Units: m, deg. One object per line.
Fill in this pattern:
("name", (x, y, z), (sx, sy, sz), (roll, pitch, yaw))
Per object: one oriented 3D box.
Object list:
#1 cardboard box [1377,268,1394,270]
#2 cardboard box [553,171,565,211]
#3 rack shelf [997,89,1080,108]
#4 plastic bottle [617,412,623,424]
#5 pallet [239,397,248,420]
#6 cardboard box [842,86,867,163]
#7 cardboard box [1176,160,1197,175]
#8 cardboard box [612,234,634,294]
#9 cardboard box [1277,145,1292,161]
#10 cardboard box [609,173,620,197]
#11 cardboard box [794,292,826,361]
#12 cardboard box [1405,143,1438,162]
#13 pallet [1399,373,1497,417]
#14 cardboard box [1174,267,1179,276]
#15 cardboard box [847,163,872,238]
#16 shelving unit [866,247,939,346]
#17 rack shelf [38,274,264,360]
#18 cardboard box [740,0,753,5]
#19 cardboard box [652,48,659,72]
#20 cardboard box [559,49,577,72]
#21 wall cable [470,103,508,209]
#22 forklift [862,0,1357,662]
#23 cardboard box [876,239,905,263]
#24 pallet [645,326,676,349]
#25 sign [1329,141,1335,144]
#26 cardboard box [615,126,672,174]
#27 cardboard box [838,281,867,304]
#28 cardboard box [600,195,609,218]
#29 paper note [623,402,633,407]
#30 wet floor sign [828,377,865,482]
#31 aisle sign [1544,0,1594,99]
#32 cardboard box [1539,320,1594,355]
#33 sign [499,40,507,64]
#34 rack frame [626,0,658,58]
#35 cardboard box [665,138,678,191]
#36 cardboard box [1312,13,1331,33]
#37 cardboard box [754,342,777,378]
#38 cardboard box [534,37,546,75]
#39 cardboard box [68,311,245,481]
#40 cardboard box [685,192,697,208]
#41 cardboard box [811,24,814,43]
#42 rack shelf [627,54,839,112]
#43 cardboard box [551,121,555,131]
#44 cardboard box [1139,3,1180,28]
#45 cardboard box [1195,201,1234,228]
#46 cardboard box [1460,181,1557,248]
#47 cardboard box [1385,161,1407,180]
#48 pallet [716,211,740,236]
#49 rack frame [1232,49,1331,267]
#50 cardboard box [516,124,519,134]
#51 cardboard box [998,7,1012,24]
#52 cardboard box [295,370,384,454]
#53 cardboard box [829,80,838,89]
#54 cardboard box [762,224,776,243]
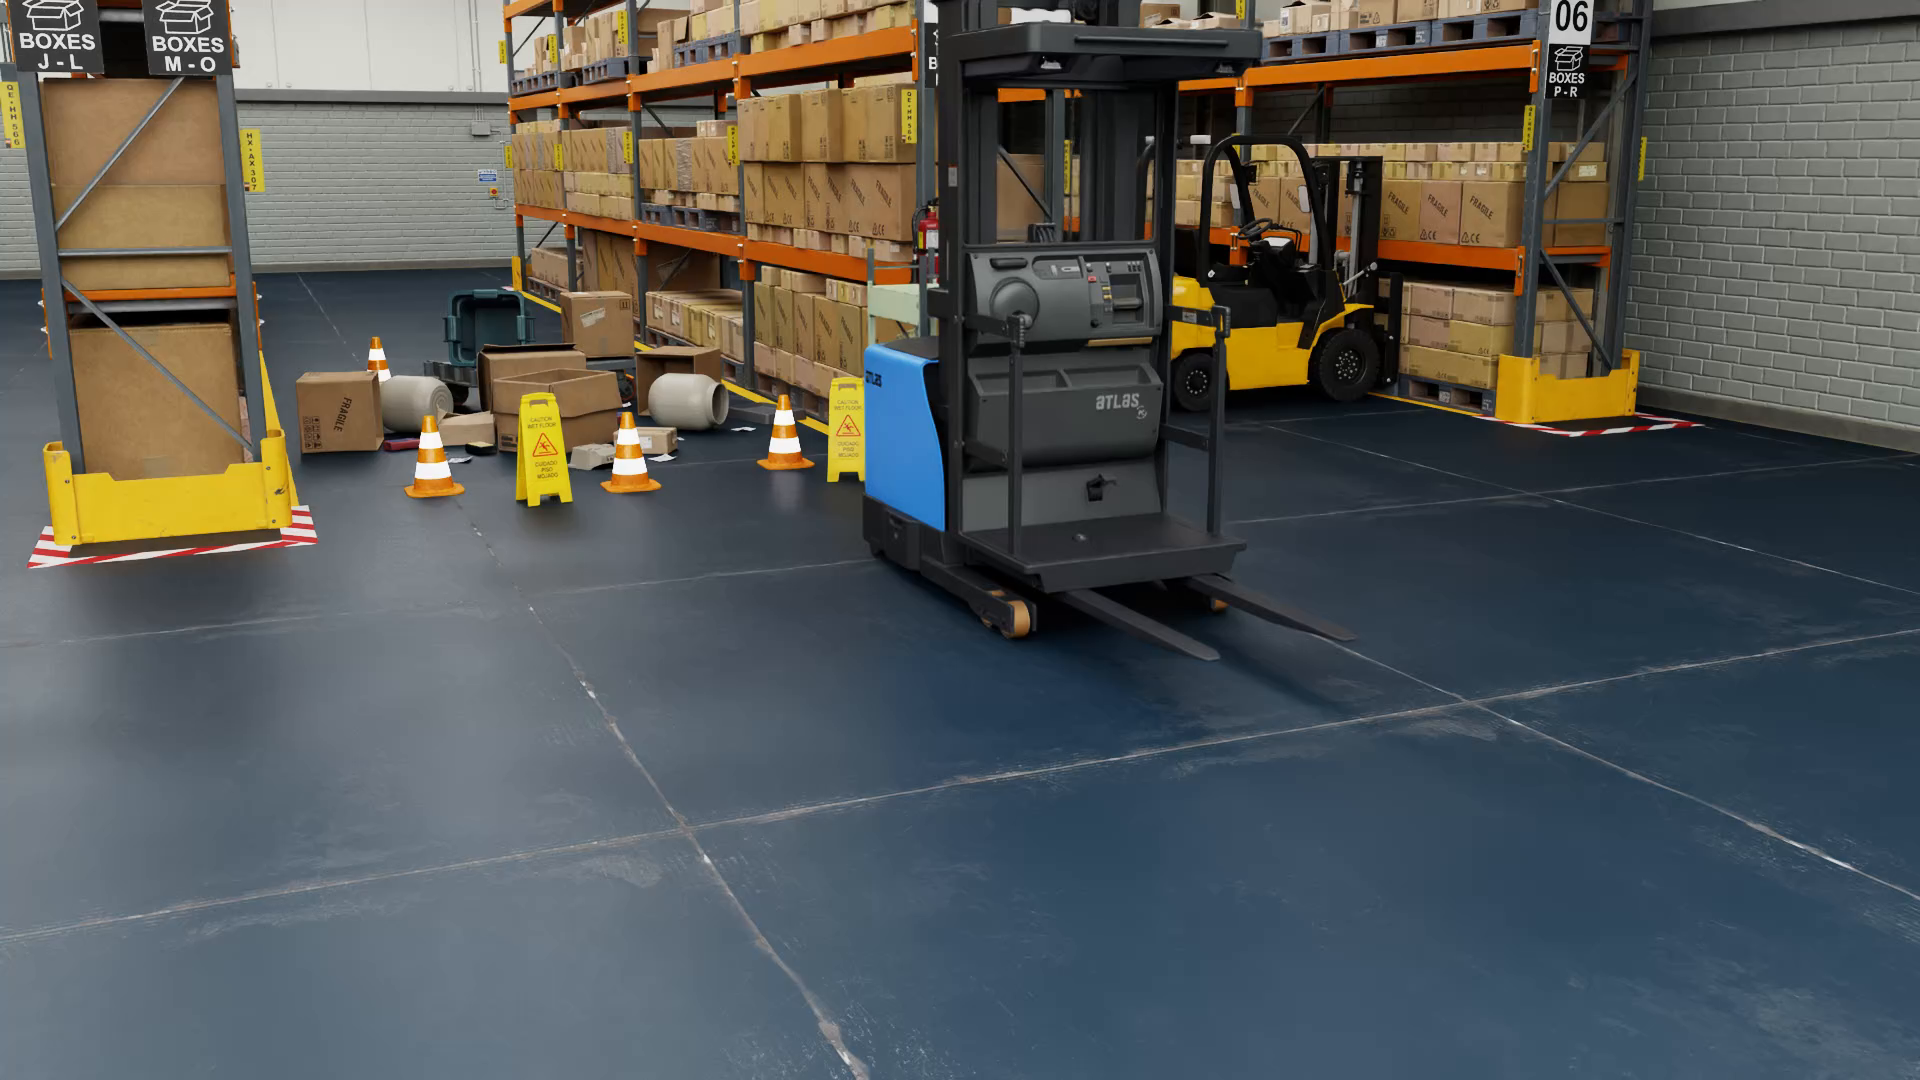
("cardboard box", (3.734, -2.429, 15.662), (0.500, 0.250, 0.500), (-6, 14, -24))
("cardboard box", (-5.028, -4.590, 21.826), (0.500, 0.500, 0.500), (-5, 14, -22))
("rack shelf", (0.739, -5.615, 21.421), (1.077, 0.370, 4.000), (-6, 14, -23))
("plastic bottle", (-2.605, -0.948, 12.829), (0.133, 0.061, 0.283), (-3, 13, -13))
("pallet", (-5.666, -0.825, 11.964), (1.003, 0.211, 1.213), (-6, 14, -23))
("cardboard box", (-0.402, -2.861, 11.479), (0.700, 0.500, 0.500), (-5, 14, -22))
("cardboard box", (2.406, -3.829, 17.101), (0.380, 0.149, 0.250), (-6, 14, -25))
("cardboard box", (-3.560, -3.146, 19.591), (0.875, 0.875, 0.875), (-5, 14, -22))
("cardboard box", (3.203, -3.637, 15.612), (0.380, 0.149, 0.250), (-5, 14, -22))
("cardboard box", (-3.642, -3.995, 18.702), (0.500, 0.250, 0.500), (-6, 14, -24))
("cardboard box", (-0.983, -1.683, 12.991), (0.500, 0.500, 0.500), (-5, 14, -20))
("cardboard box", (3.914, -3.204, 13.742), (0.380, 0.149, 0.250), (-5, 14, -22))
("pallet", (4.401, -1.234, 13.732), (1.003, 0.211, 1.213), (-6, 14, -23))
("cardboard box", (2.620, -2.580, 17.699), (0.875, 0.625, 0.625), (-6, 14, -24))
("cardboard box", (-0.468, -2.374, 11.592), (0.500, 0.500, 0.500), (-6, 14, -23))
("shelving unit", (-0.175, -0.817, 9.072), (0.431, 1.500, 0.755), (-6, 14, -24))
("rack shelf", (-5.098, -1.584, 10.655), (1.077, 0.370, 4.000), (-6, 14, -23))
("cardboard box", (-1.577, -4.448, 13.573), (0.380, 0.149, 0.250), (-6, 14, -24))
("cardboard box", (-2.933, -4.904, 17.054), (0.396, 0.266, 0.258), (-6, 14, -23))
("cardboard box", (-4.729, -5.934, 20.569), (0.396, 0.266, 0.258), (-6, 14, -23))
("wall cable", (-8.491, -6.968, 30.000), (0.585, 1.953, 0.123), (-6, 14, -23))
("forklift", (0.569, -1.119, 7.203), (1.130, 2.935, 3.031), (-6, 14, -24))
("cardboard box", (-0.350, -1.967, 11.272), (0.380, 0.149, 0.250), (-6, 14, -24))
("pallet", (-2.694, -2.122, 17.568), (1.003, 0.211, 1.213), (-6, 14, -23))
("sign", (3.651, -3.775, 16.433), (0.100, 0.325, 0.005), (-6, 14, -23))
("cardboard box", (-3.453, -4.261, 18.187), (0.500, 0.500, 0.500), (-6, 14, -24))
("cardboard box", (-0.668, -1.799, 12.056), (0.380, 0.149, 0.250), (-5, 14, -22))
("cardboard box", (-3.852, -3.859, 19.225), (0.500, 0.250, 0.500), (-6, 14, -24))
("paper note", (-2.755, -1.105, 13.577), (0.148, 0.019, 0.142), (-6, 14, -23))
("wet floor sign", (-0.706, -0.706, 10.489), (0.267, 0.644, 0.232), (-1, 13, -4))
("aisle sign", (4.502, -3.664, 12.285), (0.394, 0.787, 0.004), (-6, 14, -23))
("cardboard box", (4.747, -1.662, 13.458), (0.500, 0.250, 0.500), (-5, 14, -22))
("sign", (-6.721, -7.171, 24.436), (0.100, 0.325, 0.005), (-6, 14, -23))
("rack frame", (-3.006, -6.564, 17.276), (1.000, 3.000, 0.127), (-6, 14, -23))
("cardboard box", (-2.604, -3.710, 16.434), (0.500, 0.500, 0.500), (-5, 14, -22))
("cardboard box", (3.352, -4.578, 14.748), (0.380, 0.149, 0.250), (-5, 14, -21))
("cardboard box", (-1.415, -1.534, 14.012), (0.500, 0.250, 0.500), (-6, 14, -26))
("cardboard box", (-5.540, -6.628, 22.827), (0.500, 0.500, 0.500), (-5, 14, -22))
("cardboard box", (-4.629, -0.824, 9.560), (0.875, 0.875, 0.875), (-6, 14, -23))
("cardboard box", (-2.443, -3.302, 16.109), (0.380, 0.149, 0.250), (-5, 14, -21))
("cardboard box", (-0.886, -3.748, 12.318), (0.380, 0.149, 0.250), (-6, 14, -23))
("rack shelf", (-2.205, -4.339, 15.910), (1.077, 0.370, 4.000), (-6, 14, -23))
("cardboard box", (-5.238, -5.522, 22.199), (0.380, 0.149, 0.250), (-6, 14, -23))
("cardboard box", (2.015, -5.472, 17.834), (0.500, 0.500, 0.500), (-5, 14, -22))
("cardboard box", (2.701, -3.272, 16.687), (0.500, 0.250, 0.500), (-5, 14, -22))
("cardboard box", (4.307, -2.565, 13.077), (0.500, 0.500, 0.500), (-6, 14, -24))
("cardboard box", (3.813, -3.112, 14.002), (0.380, 0.149, 0.250), (-6, 14, -23))
("pallet", (-1.577, -2.893, 15.142), (1.003, 0.211, 1.213), (-6, 14, -23))
("rack frame", (3.143, -3.264, 16.322), (1.000, 3.000, 0.127), (-6, 14, -23))
("cardboard box", (-6.322, -6.048, 24.471), (0.380, 0.149, 0.250), (-5, 14, -22))
("cardboard box", (0.363, -3.426, 10.924), (0.380, 0.149, 0.250), (-6, 14, -23))
("cardboard box", (-4.337, -0.903, 11.656), (0.500, 0.500, 0.500), (-3, 13, -13))
("cardboard box", (-1.737, -7.160, 26.176), (0.500, 0.250, 0.500), (-6, 14, -24))
("cardboard box", (-1.423, -2.551, 13.798), (0.380, 0.149, 0.250), (-5, 14, -21))
